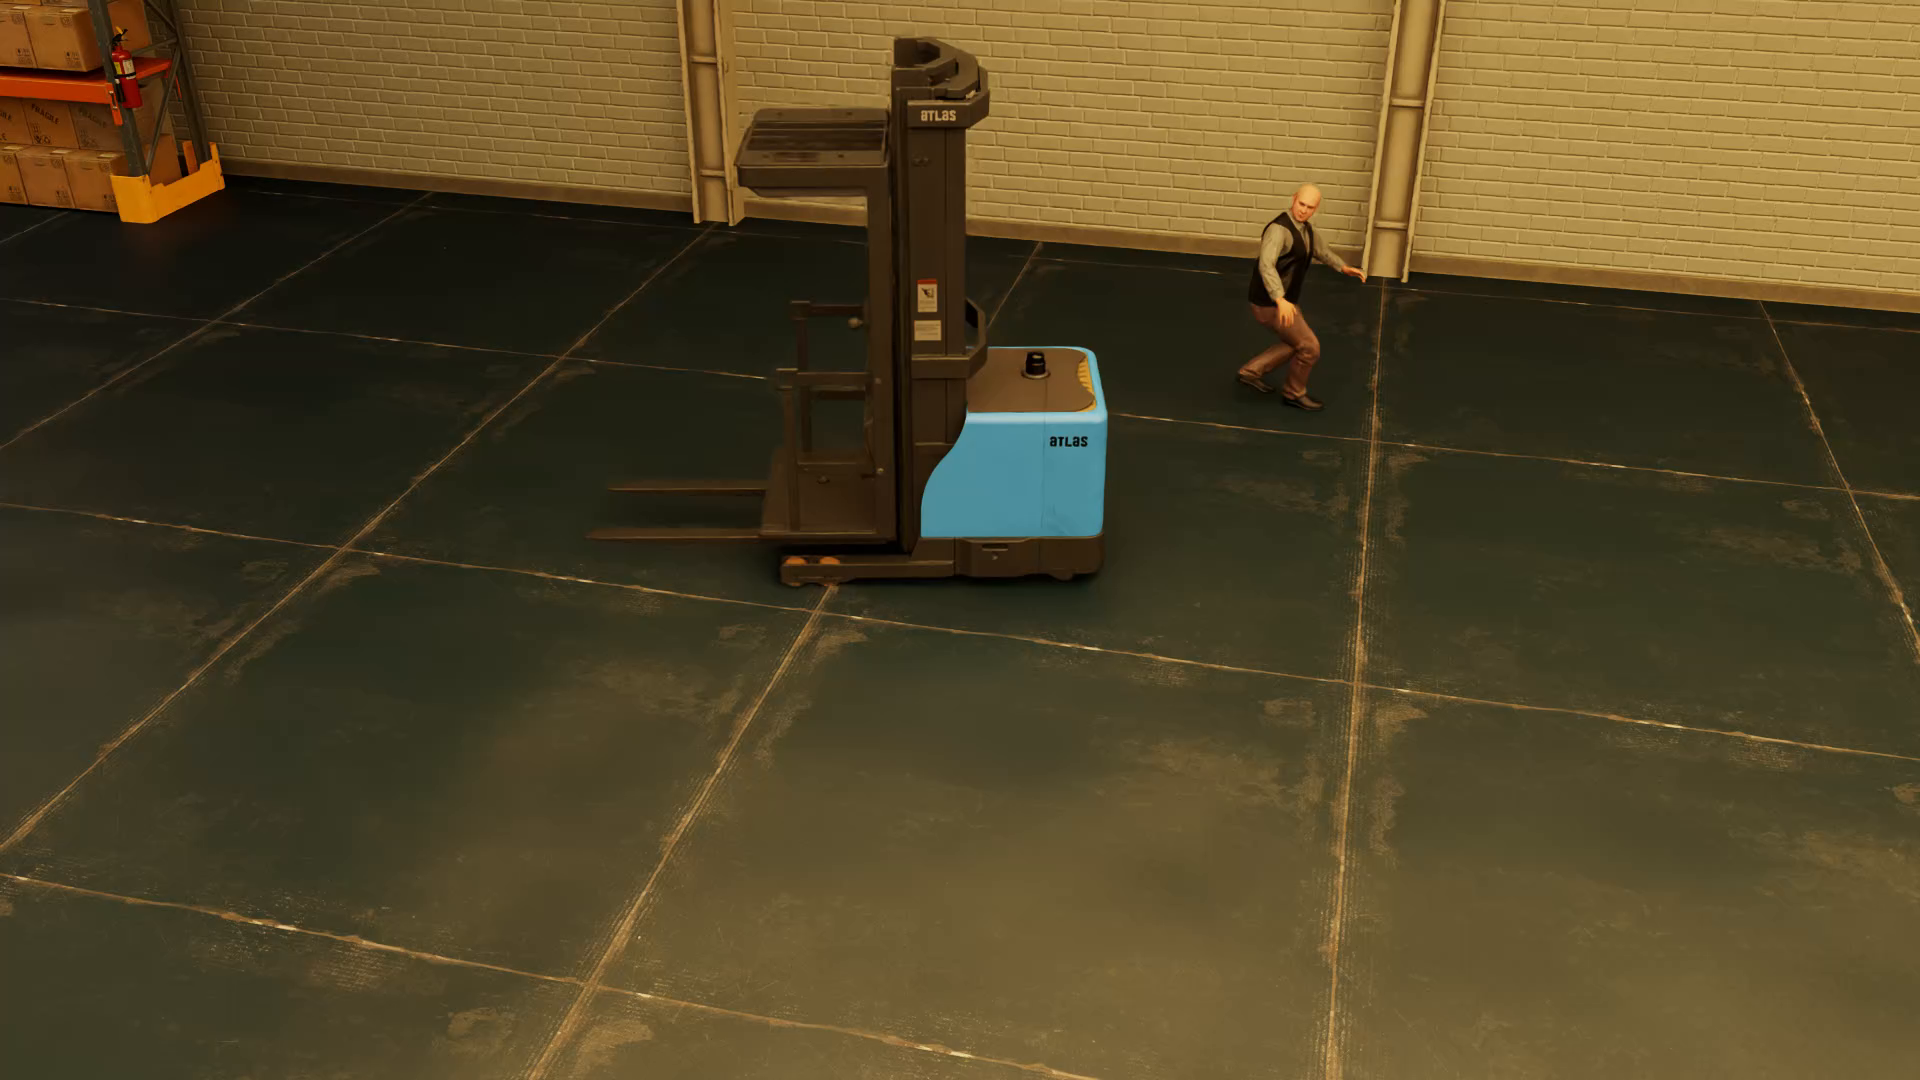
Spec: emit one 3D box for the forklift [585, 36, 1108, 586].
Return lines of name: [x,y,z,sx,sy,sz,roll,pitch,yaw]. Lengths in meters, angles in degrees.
forklift: [-0.683,-1.269,9.409,3.031,2.935,1.130,0,30,0]

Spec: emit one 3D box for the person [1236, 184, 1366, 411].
person: [2.339,-1.630,11.403,0.805,1.599,0.849,9,31,16]
